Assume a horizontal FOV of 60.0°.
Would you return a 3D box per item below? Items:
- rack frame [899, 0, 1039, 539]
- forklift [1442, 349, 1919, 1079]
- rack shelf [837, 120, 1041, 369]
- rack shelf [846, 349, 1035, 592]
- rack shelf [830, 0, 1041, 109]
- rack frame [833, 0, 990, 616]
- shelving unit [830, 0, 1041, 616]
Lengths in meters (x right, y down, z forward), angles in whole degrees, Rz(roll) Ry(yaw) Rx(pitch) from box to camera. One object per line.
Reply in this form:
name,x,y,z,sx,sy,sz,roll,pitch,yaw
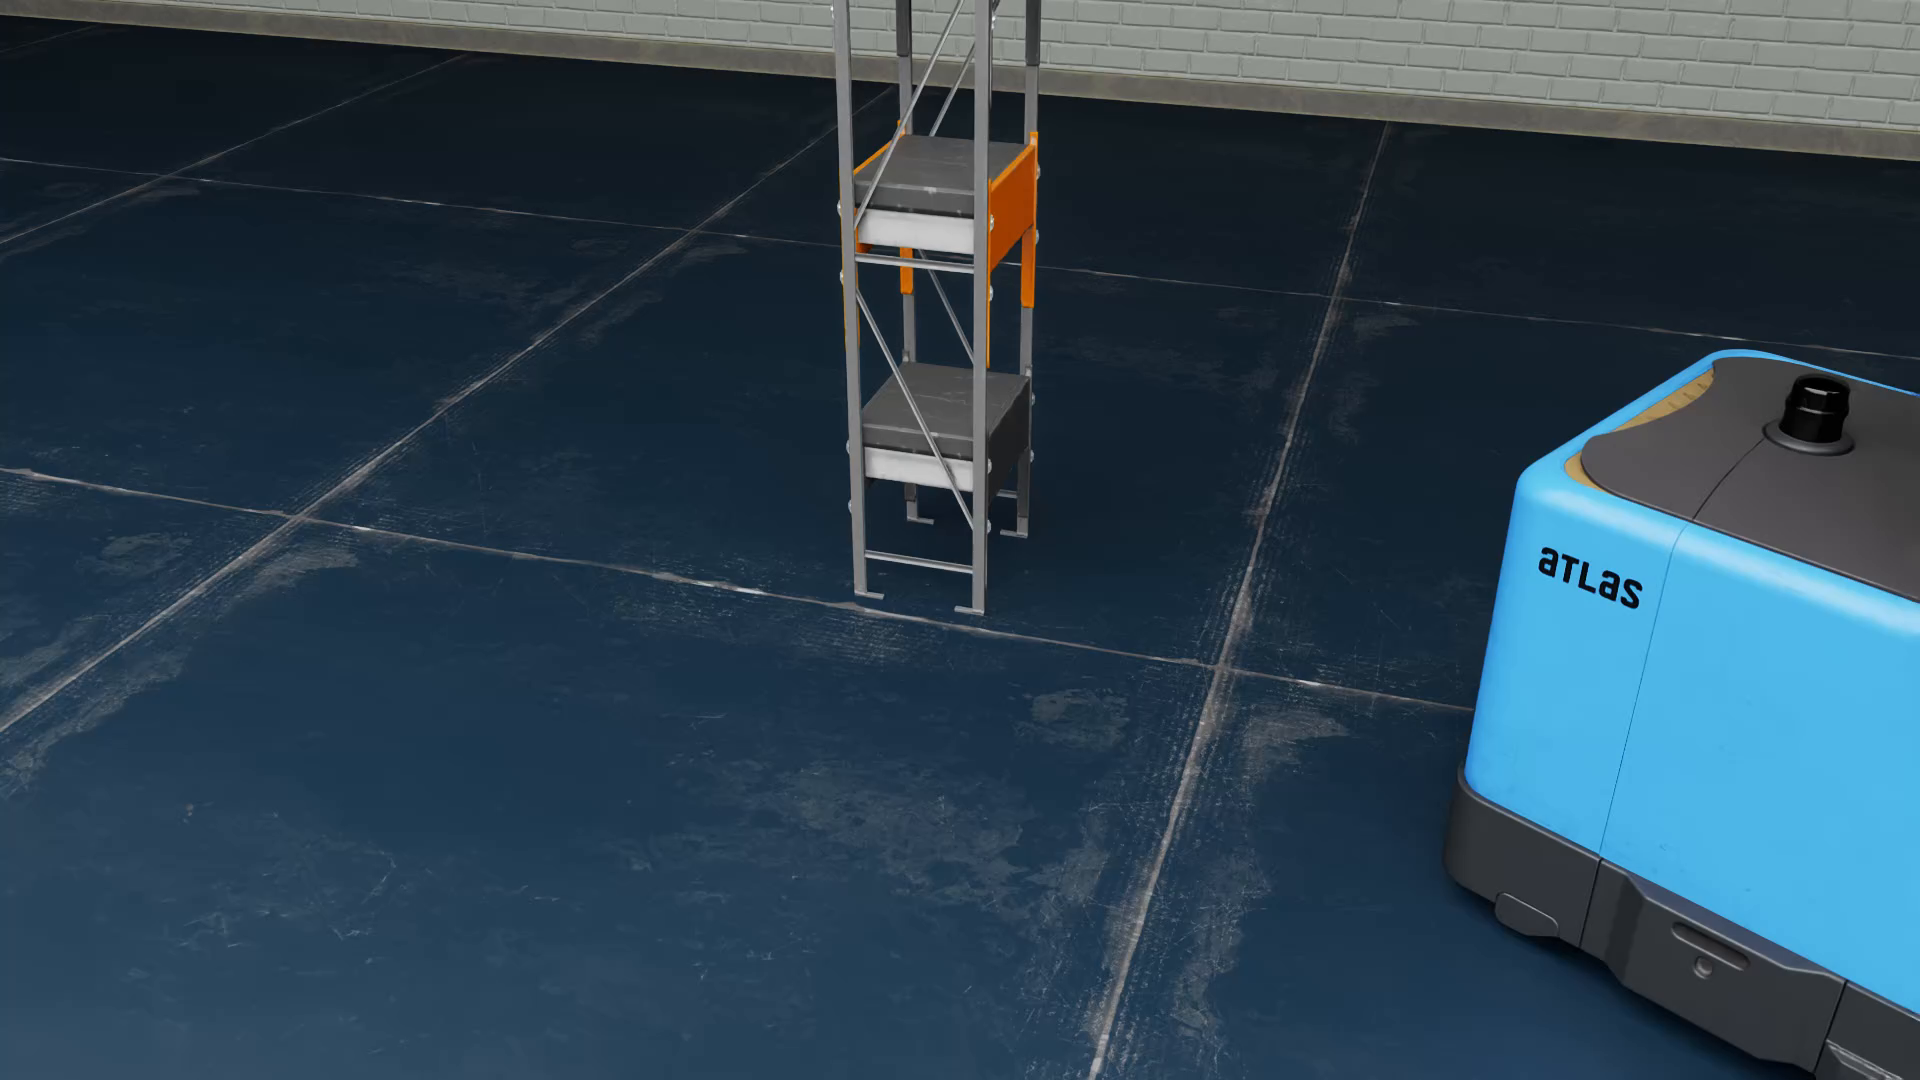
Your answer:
rack frame,0.023,-0.954,4.805,0.400,2.100,0.015,8,30,15
forklift,2.486,-0.132,2.472,1.130,2.935,3.031,-25,38,-38
rack shelf,-0.049,-0.829,4.608,0.431,0.518,0.480,8,30,15
rack shelf,-0.049,-0.217,4.948,0.431,0.518,0.480,8,30,15
rack shelf,-0.049,-1.440,4.268,0.431,0.518,0.480,8,30,15
rack frame,-0.120,-0.727,4.397,0.400,2.100,0.015,8,30,15
shelving unit,-0.049,-0.841,4.601,0.431,2.100,0.503,8,30,15
